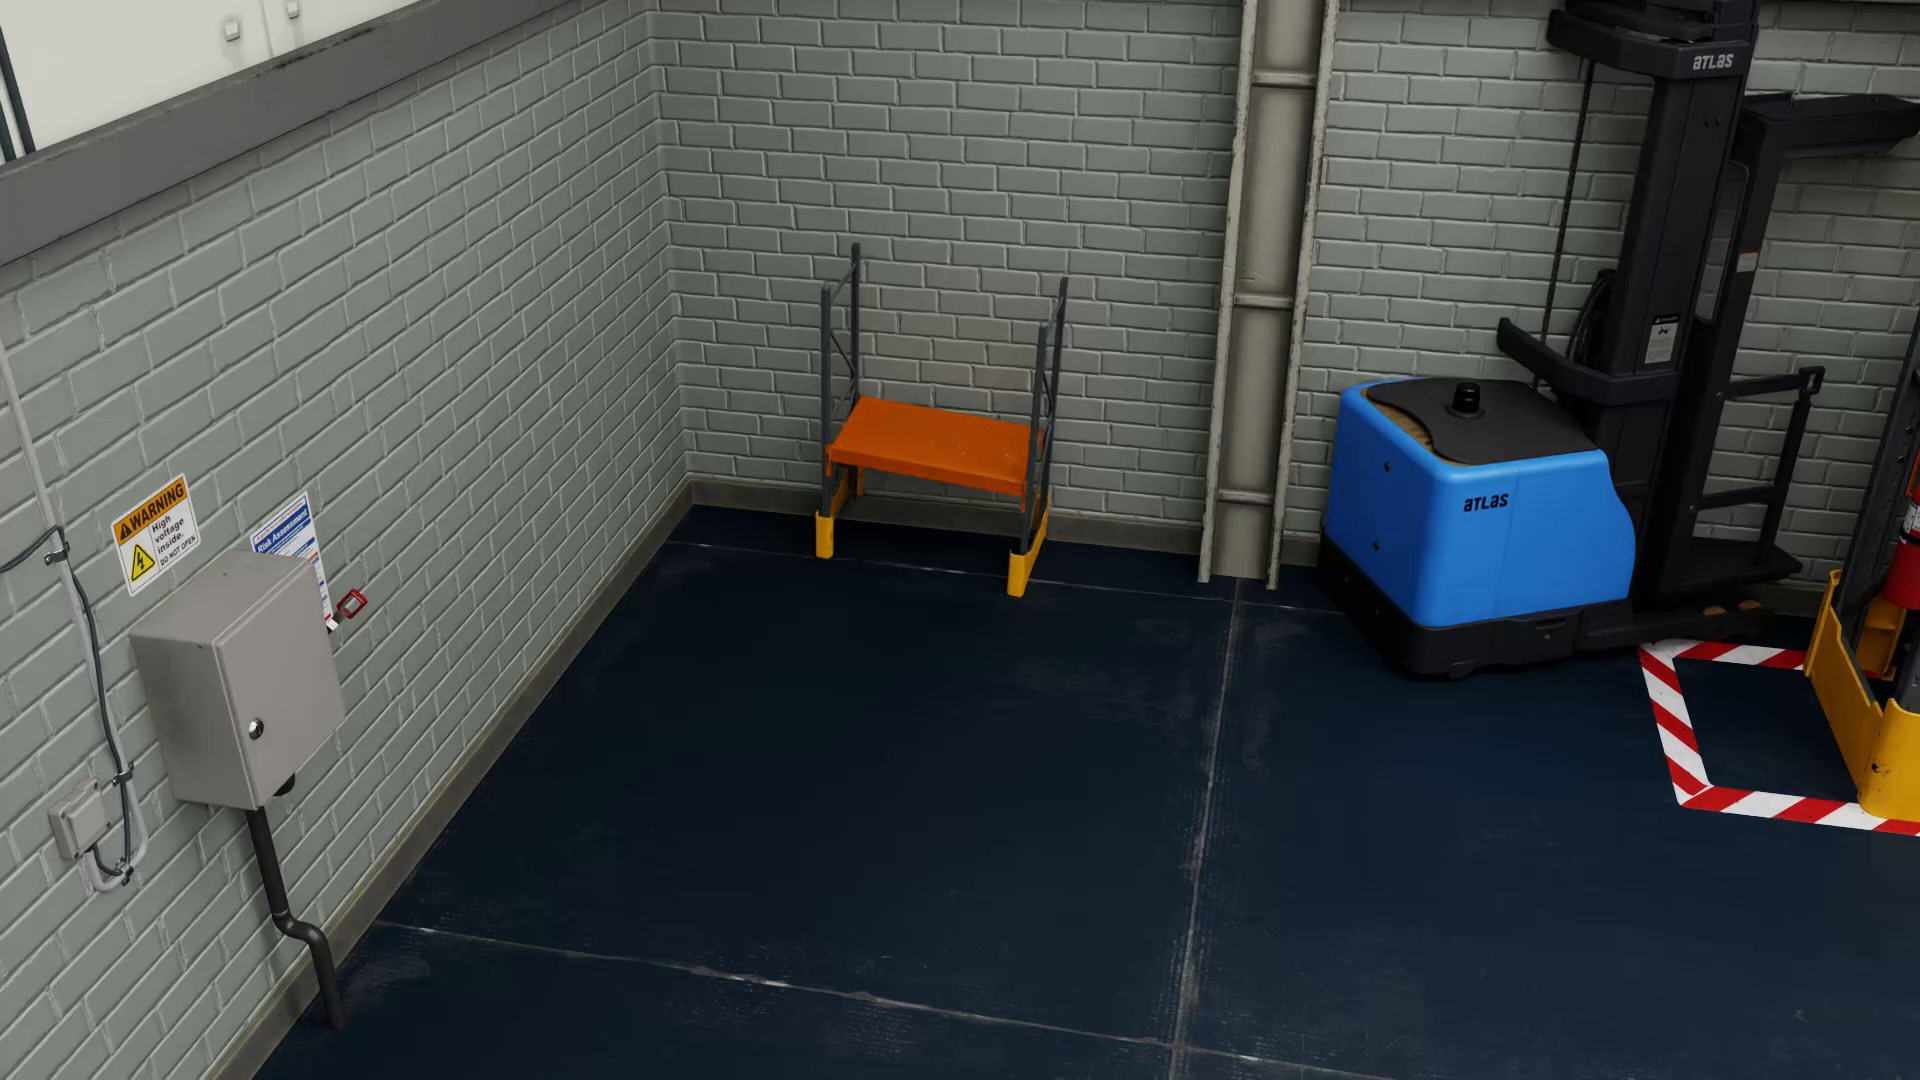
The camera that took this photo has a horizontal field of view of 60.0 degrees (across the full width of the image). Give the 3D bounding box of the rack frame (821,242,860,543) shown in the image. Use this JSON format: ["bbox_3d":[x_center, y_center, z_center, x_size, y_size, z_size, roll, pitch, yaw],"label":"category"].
[{"bbox_3d":[-0.589,-0.677,8.191,0.032,1.500,0.500,11,37,10],"label":"rack frame"}]

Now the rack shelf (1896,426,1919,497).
[{"bbox_3d":[5.825,0.050,6.284,4.000,0.370,1.077,6,29,11],"label":"rack shelf"}]

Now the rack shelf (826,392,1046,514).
[{"bbox_3d":[-0.106,-0.438,8.209,1.000,0.185,0.538,11,37,10],"label":"rack shelf"}]

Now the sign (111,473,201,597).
[{"bbox_3d":[-2.316,-0.018,4.799,0.001,0.242,0.339,6,29,11],"label":"sign"}]

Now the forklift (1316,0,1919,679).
[{"bbox_3d":[3.354,-1.043,7.602,3.031,2.935,1.130,-8,30,-14],"label":"forklift"}]

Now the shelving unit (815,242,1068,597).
[{"bbox_3d":[-0.106,-0.583,8.103,1.083,1.500,0.587,11,37,10],"label":"shelving unit"}]

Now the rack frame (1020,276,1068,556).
[{"bbox_3d":[0.394,-0.486,8.012,0.032,1.500,0.500,11,37,10],"label":"rack frame"}]

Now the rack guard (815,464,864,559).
[{"bbox_3d":[-0.616,-0.177,8.565,0.087,0.250,0.587,11,37,10],"label":"rack guard"}]

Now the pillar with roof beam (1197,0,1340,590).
[{"bbox_3d":[0.521,-1.770,2.611,0.400,9.000,9.100,6,29,11],"label":"pillar with roof beam"}]

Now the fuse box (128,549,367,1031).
[{"bbox_3d":[-2.102,0.904,5.317,0.414,1.711,0.539,6,29,11],"label":"fuse box"}]

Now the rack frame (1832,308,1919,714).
[{"bbox_3d":[3.869,-0.466,6.478,0.127,3.000,1.000,6,29,11],"label":"rack frame"}]

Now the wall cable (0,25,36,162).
[{"bbox_3d":[-2.008,-2.878,4.597,0.133,3.039,2.988,6,29,11],"label":"wall cable"}]

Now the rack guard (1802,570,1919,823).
[{"bbox_3d":[3.943,0.638,7.064,0.348,0.500,1.175,6,29,11],"label":"rack guard"}]

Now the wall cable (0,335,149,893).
[{"bbox_3d":[-2.399,0.198,4.207,0.122,1.984,0.588,6,29,11],"label":"wall cable"}]

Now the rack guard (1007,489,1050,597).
[{"bbox_3d":[0.346,0.010,8.390,0.087,0.250,0.587,11,37,10],"label":"rack guard"}]

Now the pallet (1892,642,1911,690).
[{"bbox_3d":[4.723,0.844,6.988,1.213,0.211,1.003,6,29,11],"label":"pallet"}]

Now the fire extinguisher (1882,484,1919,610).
[{"bbox_3d":[3.628,-0.066,6.216,0.183,0.674,0.296,6,29,11],"label":"fire extinguisher"}]

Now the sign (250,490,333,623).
[{"bbox_3d":[-2.201,0.128,5.492,0.001,0.494,0.329,6,29,11],"label":"sign"}]
